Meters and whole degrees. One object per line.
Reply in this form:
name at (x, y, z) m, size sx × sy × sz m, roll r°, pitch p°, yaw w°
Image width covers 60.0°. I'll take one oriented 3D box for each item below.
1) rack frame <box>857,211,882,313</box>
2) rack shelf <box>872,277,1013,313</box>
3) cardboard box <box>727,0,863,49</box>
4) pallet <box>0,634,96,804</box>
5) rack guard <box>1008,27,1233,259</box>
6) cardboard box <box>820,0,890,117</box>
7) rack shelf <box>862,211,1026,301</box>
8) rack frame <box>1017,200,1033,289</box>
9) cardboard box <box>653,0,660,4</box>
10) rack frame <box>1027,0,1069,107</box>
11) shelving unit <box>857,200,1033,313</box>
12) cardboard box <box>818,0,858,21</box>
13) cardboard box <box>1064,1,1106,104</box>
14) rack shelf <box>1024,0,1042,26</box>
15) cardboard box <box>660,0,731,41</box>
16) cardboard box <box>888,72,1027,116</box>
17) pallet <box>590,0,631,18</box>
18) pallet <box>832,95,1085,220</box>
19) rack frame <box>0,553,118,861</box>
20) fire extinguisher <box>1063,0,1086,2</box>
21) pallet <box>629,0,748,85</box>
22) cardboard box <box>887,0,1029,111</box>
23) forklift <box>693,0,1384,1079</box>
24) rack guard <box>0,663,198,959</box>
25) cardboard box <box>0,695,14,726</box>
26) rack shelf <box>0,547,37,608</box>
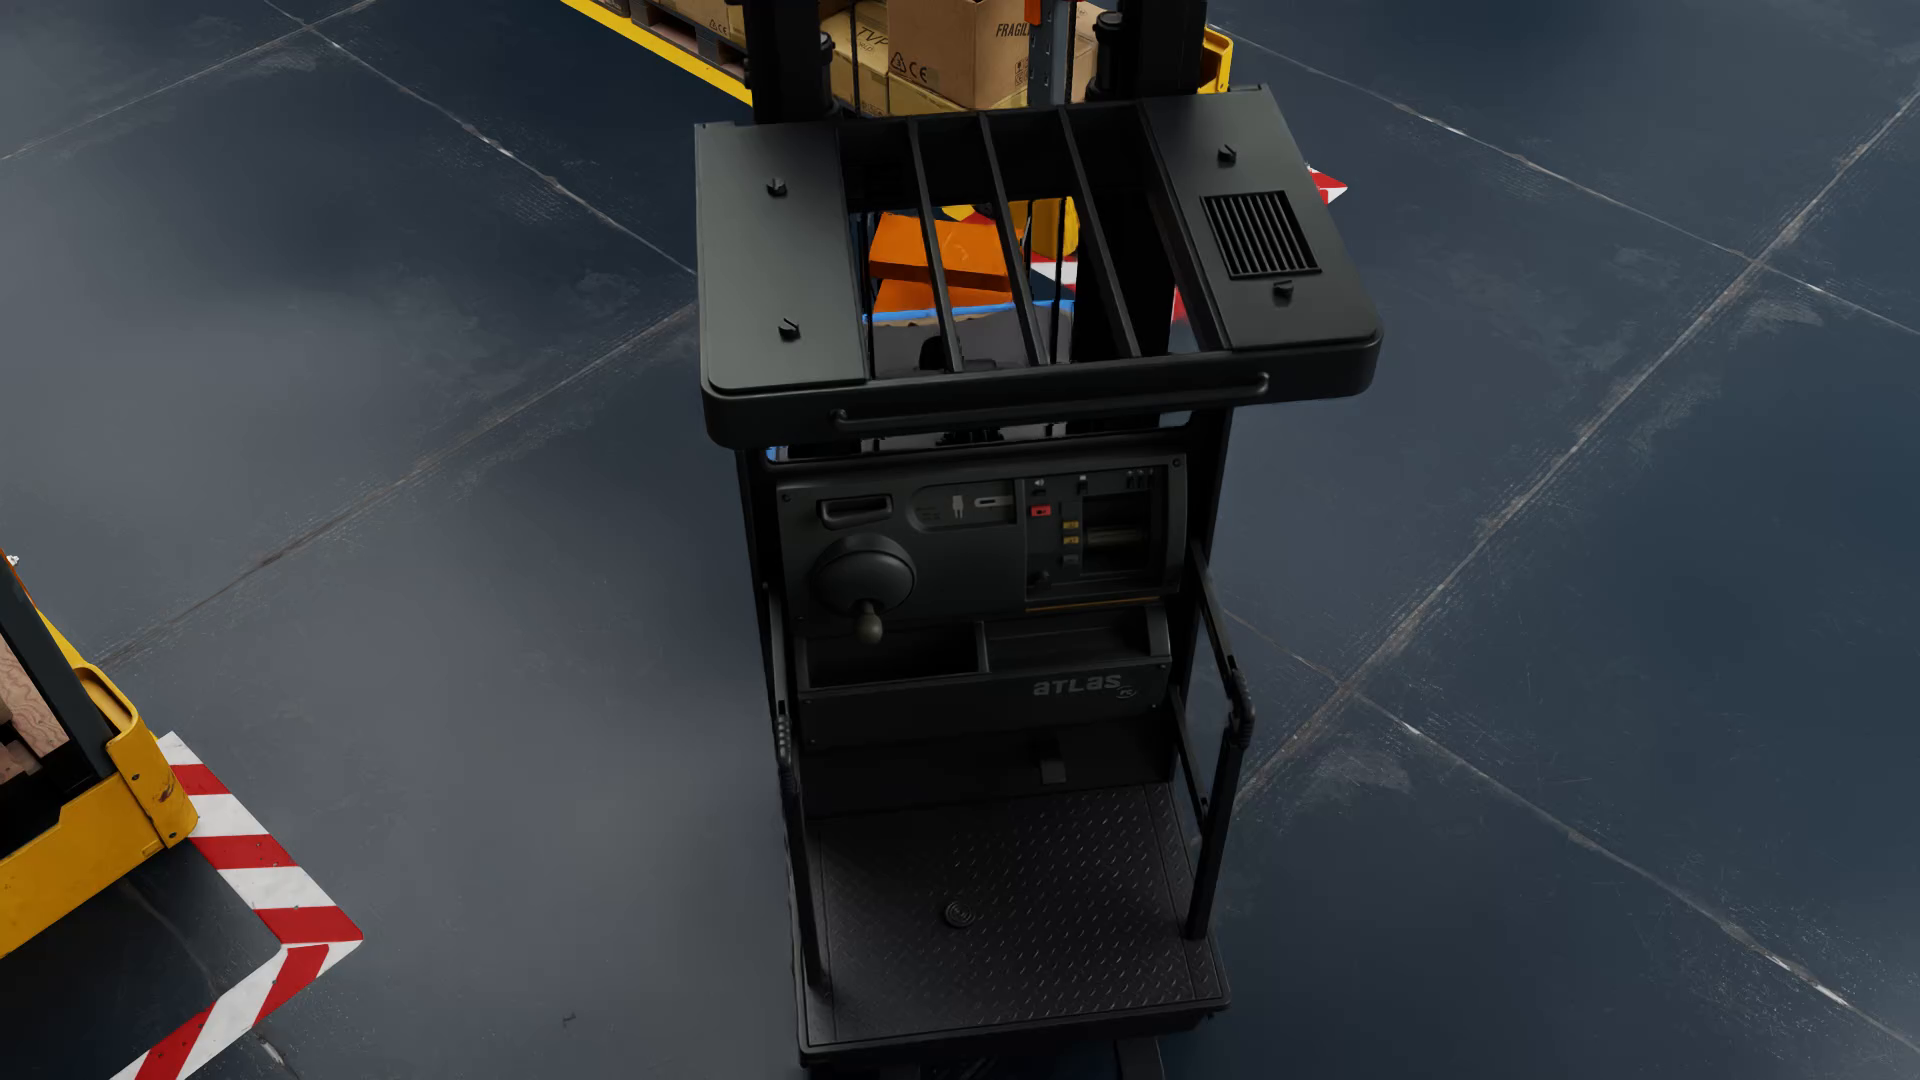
rack frame at (-0.283, -0.639, 5.527) m, size 0.015 × 1.200 × 0.240 m, roll 7°, pitch 47°, yaw 7°
rack shelf at (-0.043, -0.715, 5.383) m, size 0.480 × 0.148 × 0.258 m, roll 7°, pitch 47°, yaw 7°
cardboard box at (-0.695, -2.371, 7.516) m, size 0.500 × 0.250 × 0.500 m, roll 34°, pitch 55°, yaw 28°
pallet at (-3.343, 0.578, 5.063) m, size 1.213 × 0.211 × 1.003 m, roll 34°, pitch 55°, yaw 28°
rack guard at (0.661, -1.707, 7.010) m, size 0.348 × 0.500 × 1.175 m, roll 34°, pitch 55°, yaw 28°
cardboard box at (-0.327, -2.124, 7.285) m, size 0.500 × 0.250 × 0.500 m, roll 34°, pitch 55°, yaw 28°
rack shelf at (-0.043, -0.877, 5.211) m, size 0.480 × 0.148 × 0.258 m, roll 7°, pitch 47°, yaw 7°
rack frame at (0.197, -0.576, 5.468) m, size 0.015 × 1.200 × 0.240 m, roll 7°, pitch 47°, yaw 7°
cardboard box at (-1.433, -2.863, 7.978) m, size 0.500 × 0.250 × 0.500 m, roll 34°, pitch 55°, yaw 28°
rack frame at (0.643, -2.574, 6.109) m, size 0.127 × 3.000 × 1.000 m, roll 34°, pitch 55°, yaw 28°
shelving unit at (-0.043, -0.608, 5.497) m, size 0.503 × 1.200 × 0.258 m, roll 7°, pitch 47°, yaw 7°
cardboard box at (-0.697, -2.626, 7.241) m, size 0.500 × 0.500 × 0.500 m, roll 34°, pitch 55°, yaw 28°
cardboard box at (0.400, -2.161, 7.320) m, size 0.500 × 0.250 × 0.500 m, roll 34°, pitch 55°, yaw 28°
rack shelf at (-0.826, -3.317, 7.300) m, size 4.000 × 0.370 × 1.077 m, roll 34°, pitch 55°, yaw 28°
cardboard box at (-1.062, -2.619, 7.749) m, size 0.500 × 0.250 × 0.500 m, roll 34°, pitch 55°, yaw 28°
cardboard box at (0.049, -1.884, 7.059) m, size 0.500 × 0.250 × 0.500 m, roll 34°, pitch 55°, yaw 28°
pallet at (-1.740, -3.182, 8.593) m, size 1.213 × 0.211 × 1.003 m, roll 34°, pitch 55°, yaw 28°
pallet at (0.053, -1.975, 7.460) m, size 1.213 × 0.211 × 1.003 m, roll 34°, pitch 55°, yaw 28°
rack frame at (-2.714, 0.081, 3.616) m, size 0.127 × 3.000 × 1.000 m, roll 34°, pitch 55°, yaw 28°
fire extinguisher at (0.415, -2.240, 5.849) m, size 0.183 × 0.674 × 0.296 m, roll 34°, pitch 55°, yaw 28°
pallet at (-0.839, -2.579, 8.026) m, size 1.213 × 0.211 × 1.003 m, roll 34°, pitch 55°, yaw 28°
cardboard box at (0.047, -2.139, 6.785) m, size 0.500 × 0.500 × 0.500 m, roll 34°, pitch 55°, yaw 28°
forklift at (0.086, 0.109, 3.637) m, size 1.130 × 2.935 × 3.031 m, roll -5°, pitch 47°, yaw -5°
rack guard at (-2.770, 0.900, 4.563) m, size 0.348 × 0.500 × 1.175 m, roll 34°, pitch 55°, yaw 28°
cardboard box at (-3.161, 0.461, 4.802) m, size 0.500 × 0.311 × 0.500 m, roll 28°, pitch 53°, yaw 24°
rack shelf at (-4.183, -0.661, 4.807) m, size 4.000 × 0.370 × 1.077 m, roll 34°, pitch 55°, yaw 28°
